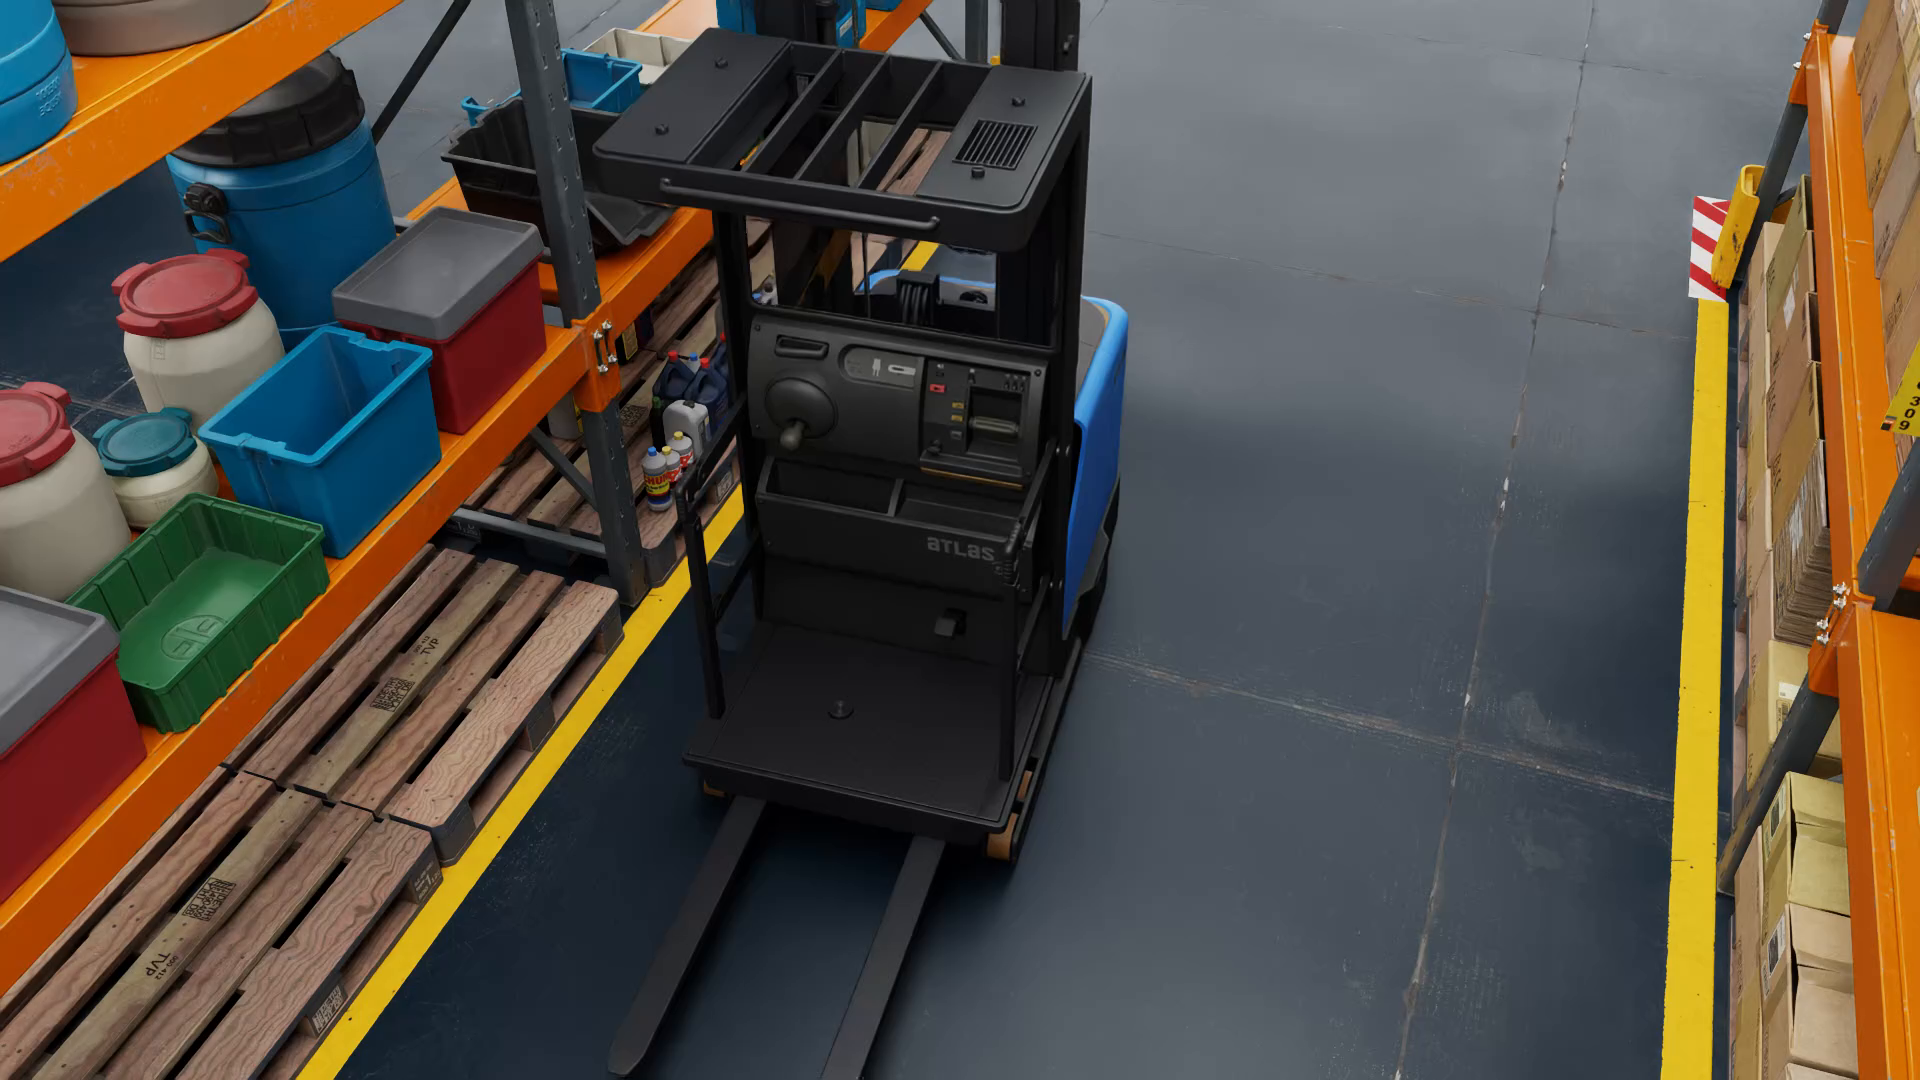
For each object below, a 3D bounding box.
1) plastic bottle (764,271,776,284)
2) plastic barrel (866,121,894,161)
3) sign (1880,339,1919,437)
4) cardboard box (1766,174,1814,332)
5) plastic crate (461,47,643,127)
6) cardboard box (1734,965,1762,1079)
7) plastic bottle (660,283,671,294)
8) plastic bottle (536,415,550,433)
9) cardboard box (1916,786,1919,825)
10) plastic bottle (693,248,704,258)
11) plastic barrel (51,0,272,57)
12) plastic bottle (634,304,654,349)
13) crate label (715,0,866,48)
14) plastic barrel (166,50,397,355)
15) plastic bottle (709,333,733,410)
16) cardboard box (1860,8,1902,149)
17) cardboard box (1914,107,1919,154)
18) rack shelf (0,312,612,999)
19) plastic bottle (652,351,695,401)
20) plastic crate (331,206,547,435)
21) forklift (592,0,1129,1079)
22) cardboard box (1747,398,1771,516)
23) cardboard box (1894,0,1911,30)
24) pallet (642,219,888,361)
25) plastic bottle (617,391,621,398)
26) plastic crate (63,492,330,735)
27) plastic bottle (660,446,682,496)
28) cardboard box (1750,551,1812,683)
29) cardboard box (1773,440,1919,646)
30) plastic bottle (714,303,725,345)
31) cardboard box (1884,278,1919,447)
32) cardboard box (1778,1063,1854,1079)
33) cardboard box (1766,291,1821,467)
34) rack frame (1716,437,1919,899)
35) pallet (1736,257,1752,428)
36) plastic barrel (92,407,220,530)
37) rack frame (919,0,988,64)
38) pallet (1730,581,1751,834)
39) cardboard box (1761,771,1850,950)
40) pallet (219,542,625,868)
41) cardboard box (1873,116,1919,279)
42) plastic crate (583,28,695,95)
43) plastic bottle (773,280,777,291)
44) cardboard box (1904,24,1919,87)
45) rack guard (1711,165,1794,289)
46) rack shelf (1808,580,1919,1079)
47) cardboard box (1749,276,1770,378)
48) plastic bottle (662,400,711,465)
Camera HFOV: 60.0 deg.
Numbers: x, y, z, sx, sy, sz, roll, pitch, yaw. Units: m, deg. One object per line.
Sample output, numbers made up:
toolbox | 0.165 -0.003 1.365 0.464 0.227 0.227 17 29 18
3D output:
plastic bottle | -0.838 -1.129 7.579 0.097 0.201 0.097 0 40 0
plastic barrel | -0.493 -2.254 8.674 0.421 0.512 0.421 0 40 0
sign | 2.424 -0.400 4.179 0.100 0.325 0.005 13 42 15
cardboard box | 3.753 -1.174 7.032 0.500 0.500 0.500 13 42 15
plastic crate | -1.584 -1.698 6.544 0.499 0.251 0.616 13 42 15
cardboard box | 2.400 1.471 4.510 0.500 0.250 0.500 14 43 16
plastic bottle | -1.404 -1.282 7.705 0.097 0.271 0.097 0 40 0
plastic bottle | -1.758 -0.636 6.886 0.144 0.351 0.185 12 42 14
cardboard box | 2.451 0.673 3.844 0.380 0.149 0.250 13 42 15
plastic bottle | -1.288 -1.462 7.970 0.097 0.201 0.097 0 40 0
plastic barrel | -1.901 -1.594 3.610 0.600 0.901 0.600 0 40 0
plastic bottle | -1.422 -0.999 7.364 0.061 0.283 0.133 13 42 15
crate label | -0.715 -2.290 7.096 0.502 0.435 0.616 13 42 15
plastic barrel | -2.124 -1.042 5.274 0.600 0.901 0.708 13 42 15
plastic bottle | -0.977 -0.695 6.955 0.144 0.351 0.185 12 42 13
cardboard box | 3.967 -1.793 6.463 0.700 0.500 0.500 14 43 16
cardboard box | 3.362 -1.353 5.448 0.380 0.149 0.250 15 43 16
rack shelf | -2.391 0.474 4.438 1.077 0.370 4.000 13 42 15
plastic bottle | -1.177 -0.612 6.858 0.144 0.351 0.185 13 42 15
plastic crate | -1.585 -0.681 5.188 0.402 0.464 0.583 13 42 15
forklift | -0.257 -0.343 4.894 1.130 2.935 3.031 10 42 12
cardboard box | 3.407 -0.279 6.561 0.500 0.250 0.500 13 42 15
cardboard box | 3.715 -1.984 6.188 0.380 0.149 0.250 13 42 14
pallet | -1.023 -1.106 7.884 1.003 0.211 1.213 13 42 15
plastic bottle | -1.544 -0.707 7.027 0.152 0.276 0.135 13 42 15
plastic crate | -2.037 0.186 4.384 0.450 0.188 0.662 13 42 15
plastic bottle | -1.151 -0.282 6.586 0.097 0.201 0.097 0 40 0
cardboard box | 3.080 0.334 5.842 0.500 0.250 0.500 13 42 15
cardboard box | 3.081 0.049 5.598 0.500 0.500 0.500 13 42 15
plastic bottle | -0.979 -0.943 7.304 0.152 0.276 0.135 13 42 15
cardboard box | 3.266 -0.551 5.008 0.700 0.500 0.500 13 42 15
cardboard box | 2.219 1.572 3.960 0.500 0.311 0.500 12 42 14
cardboard box | 3.406 -0.565 6.318 0.500 0.500 0.500 13 42 15
rack frame | 2.946 0.082 4.343 1.000 3.000 0.127 13 42 15
pallet | 4.092 -0.821 7.550 1.003 0.211 1.213 13 42 15
plastic barrel | -2.304 -0.194 4.773 0.301 0.262 0.301 0 40 0
rack frame | -0.339 -3.459 8.494 1.000 3.000 0.127 13 42 15
pallet | 3.258 0.667 5.805 1.003 0.211 1.213 13 42 15
cardboard box | 2.571 0.952 4.686 0.500 0.311 0.500 13 42 15
pallet | -1.939 0.529 5.968 1.003 0.211 1.213 13 42 15
cardboard box | 3.616 -1.169 5.732 0.700 0.500 0.500 15 43 16
plastic crate | -1.390 -1.966 6.946 0.530 0.136 0.437 13 42 15
plastic bottle | -0.768 -1.067 7.392 0.144 0.351 0.185 15 43 17
cardboard box | 3.539 -1.665 5.814 0.380 0.149 0.250 13 42 15
rack guard | 4.322 -1.421 8.031 1.175 0.500 0.348 13 42 15
rack shelf | 2.262 1.575 3.147 1.077 0.370 4.000 13 42 15
cardboard box | 3.754 -0.888 7.275 0.500 0.250 0.500 13 42 15
plastic bottle | -1.101 -0.451 6.727 0.152 0.276 0.135 15 43 17
